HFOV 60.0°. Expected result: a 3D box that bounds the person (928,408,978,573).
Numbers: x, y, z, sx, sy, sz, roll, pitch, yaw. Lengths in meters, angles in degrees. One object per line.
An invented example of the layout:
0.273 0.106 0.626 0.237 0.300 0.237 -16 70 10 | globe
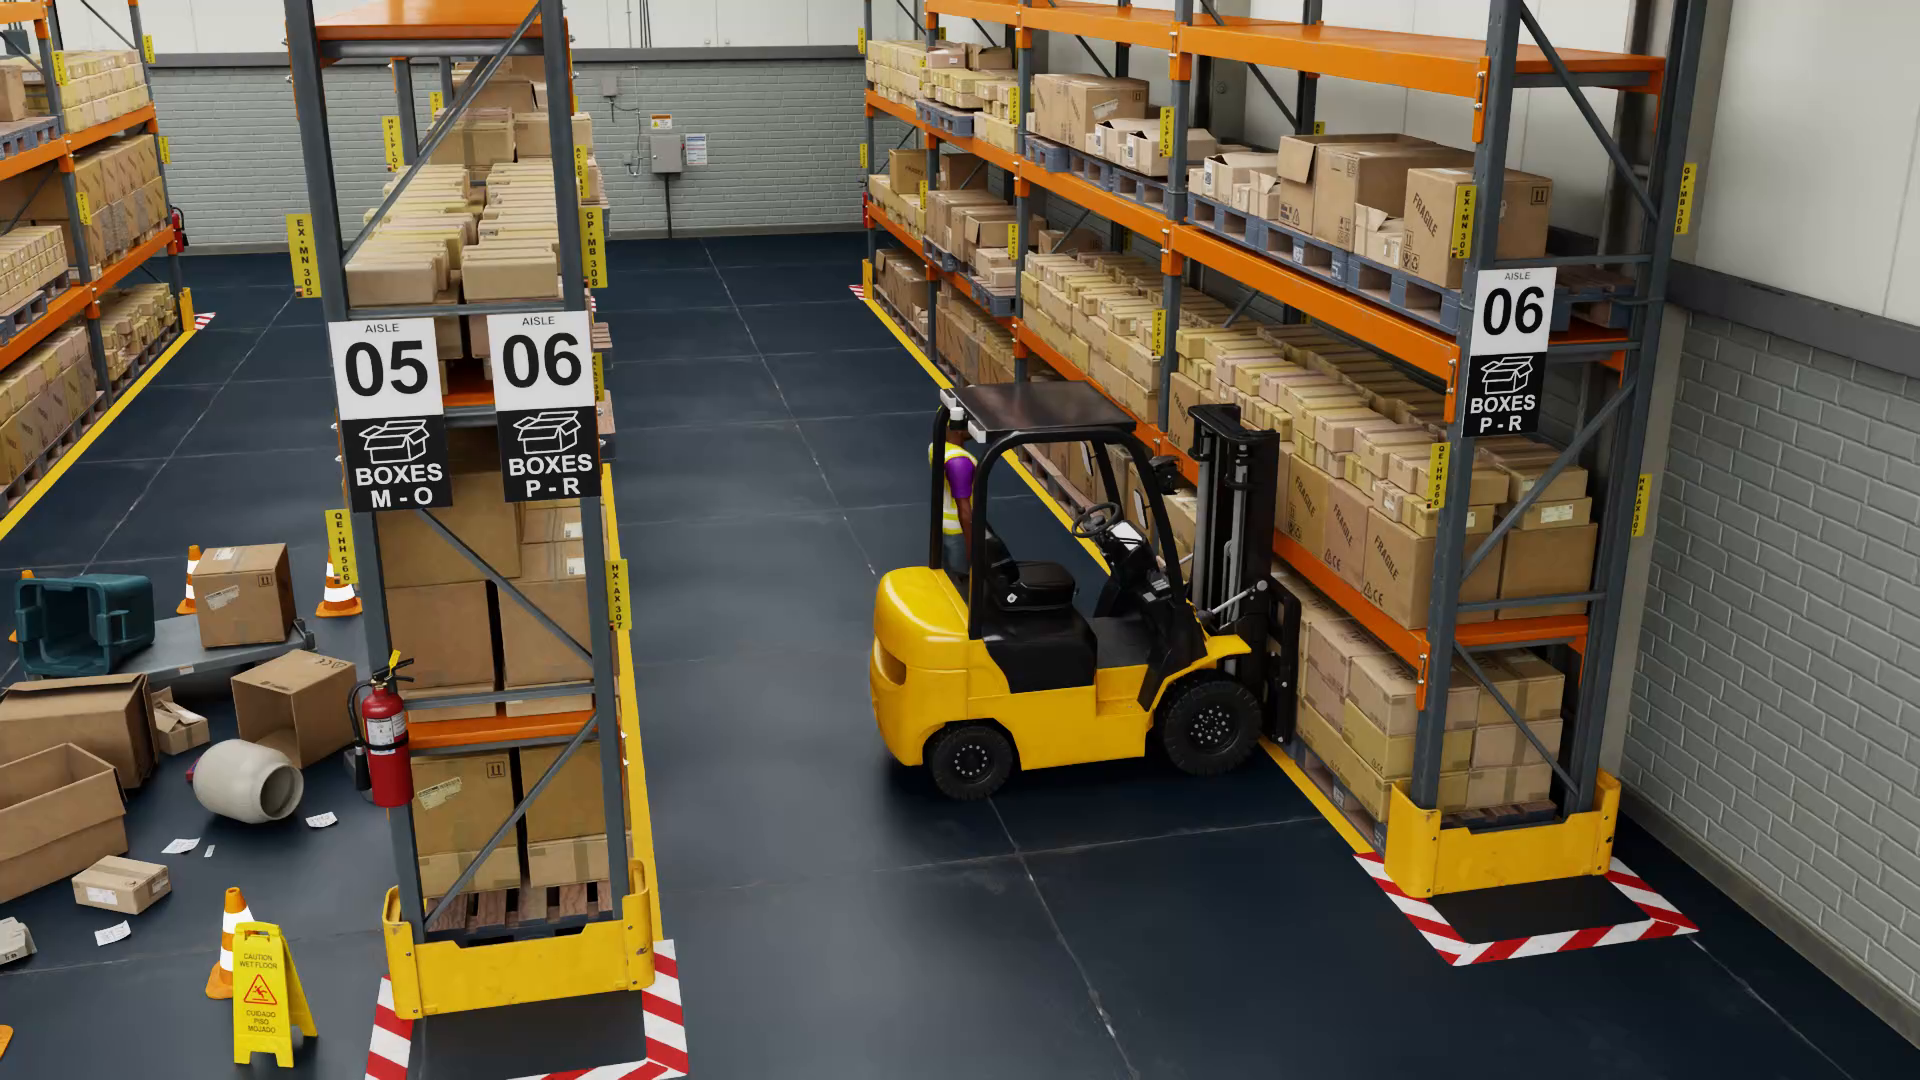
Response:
0.004 -0.082 11.252 0.379 1.766 0.576 -4 20 -12 | person
